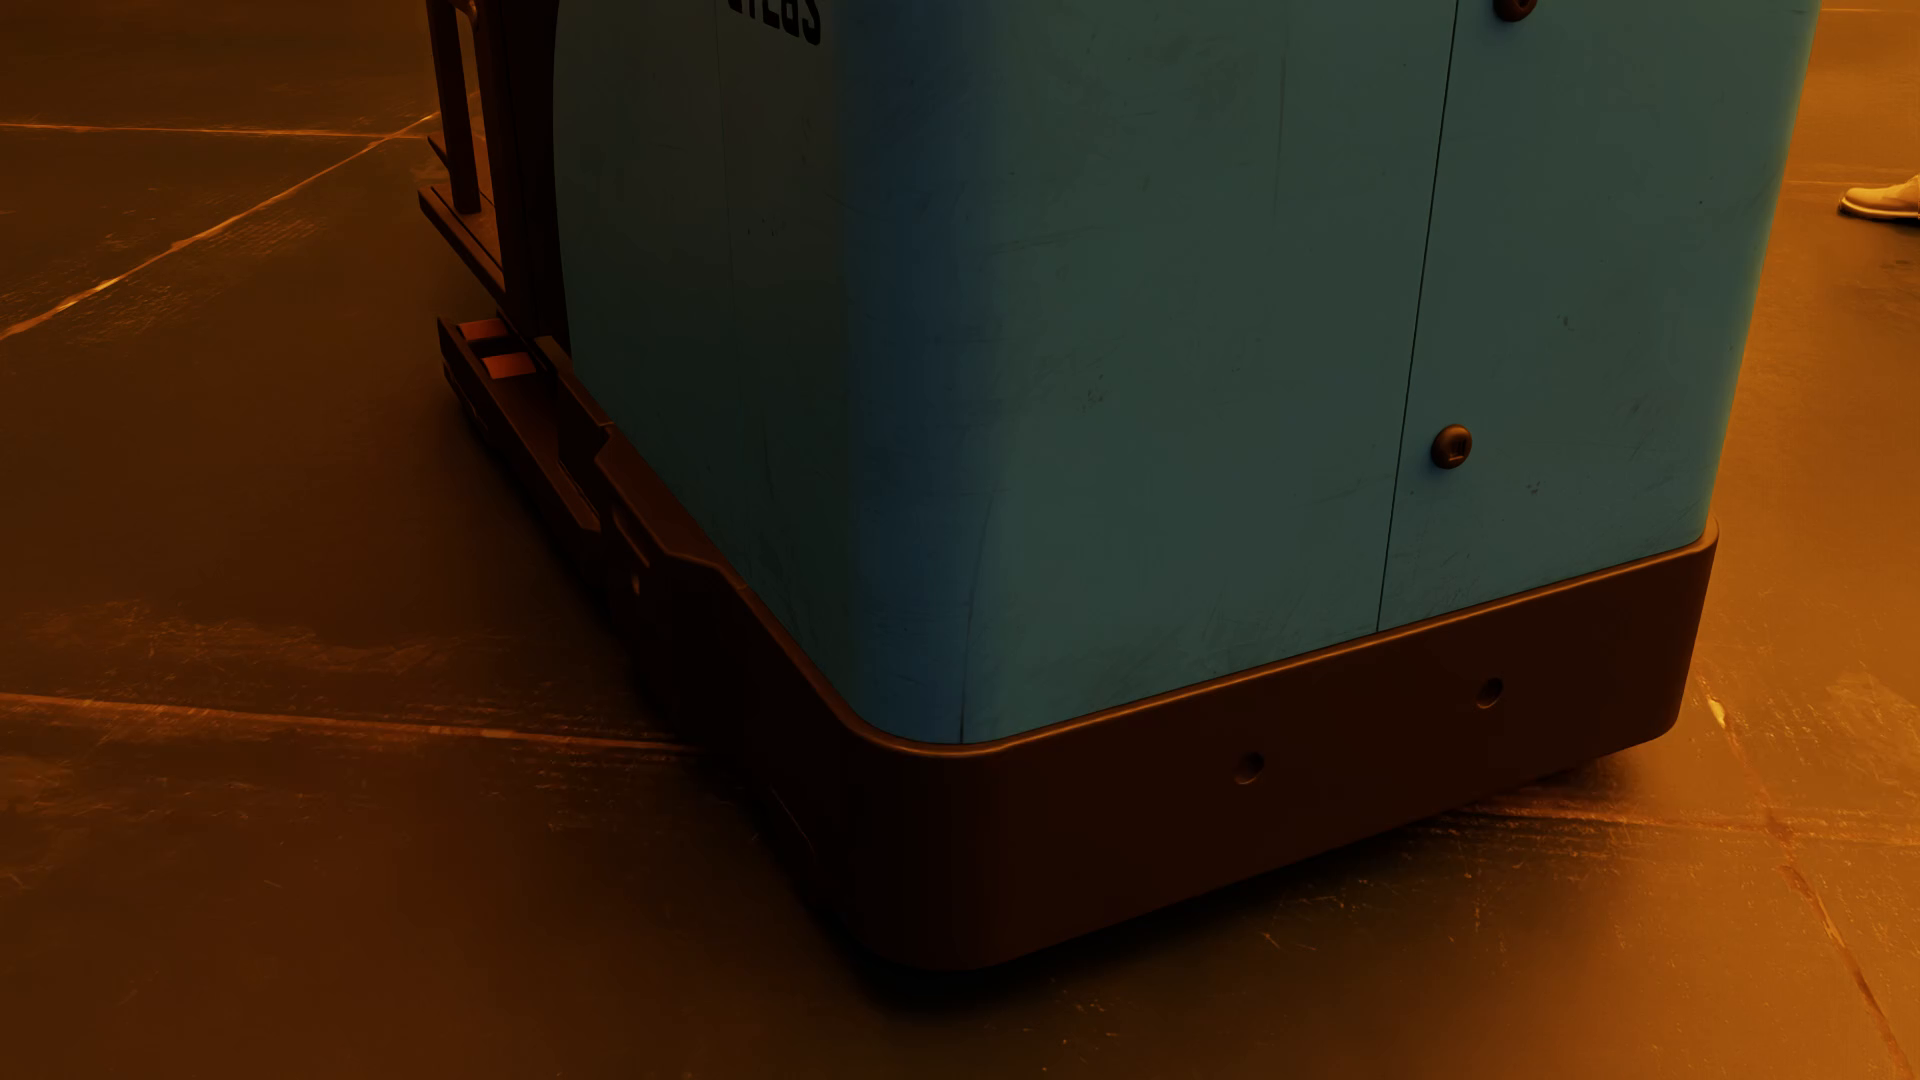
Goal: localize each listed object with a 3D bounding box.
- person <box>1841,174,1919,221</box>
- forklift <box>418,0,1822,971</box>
[{"bbox_3d":[2.612,-1.565,3.821,0.832,1.634,0.383,-8,28,-15],"label":"person"},{"bbox_3d":[-0.270,-1.540,2.304,1.130,2.935,3.031,-13,29,-24],"label":"forklift"}]
